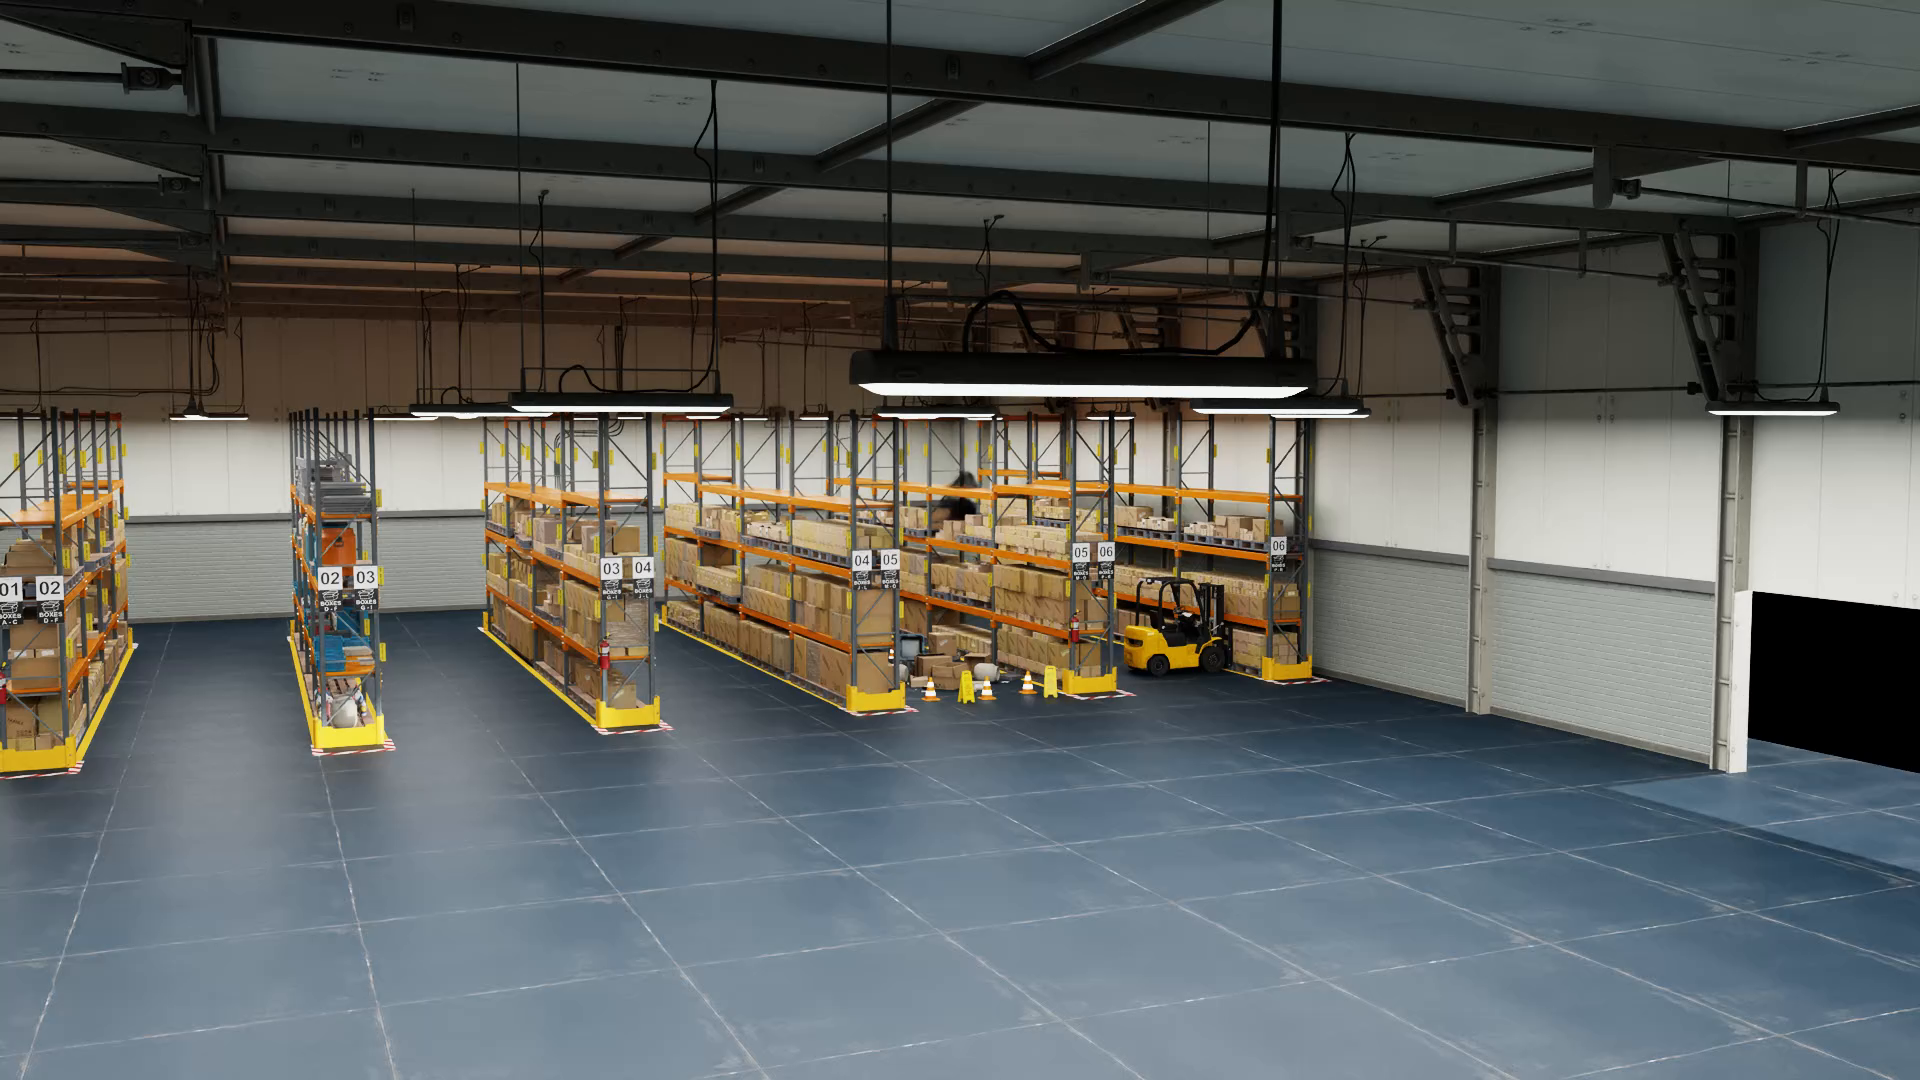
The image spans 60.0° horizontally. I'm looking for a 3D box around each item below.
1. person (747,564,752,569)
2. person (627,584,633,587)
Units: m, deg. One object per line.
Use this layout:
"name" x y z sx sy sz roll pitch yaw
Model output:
"person" -5.895 1.553 47.238 0.695 1.720 0.596 -3 5 -34
"person" -9.751 1.526 47.977 0.859 1.660 0.610 1 4 19
